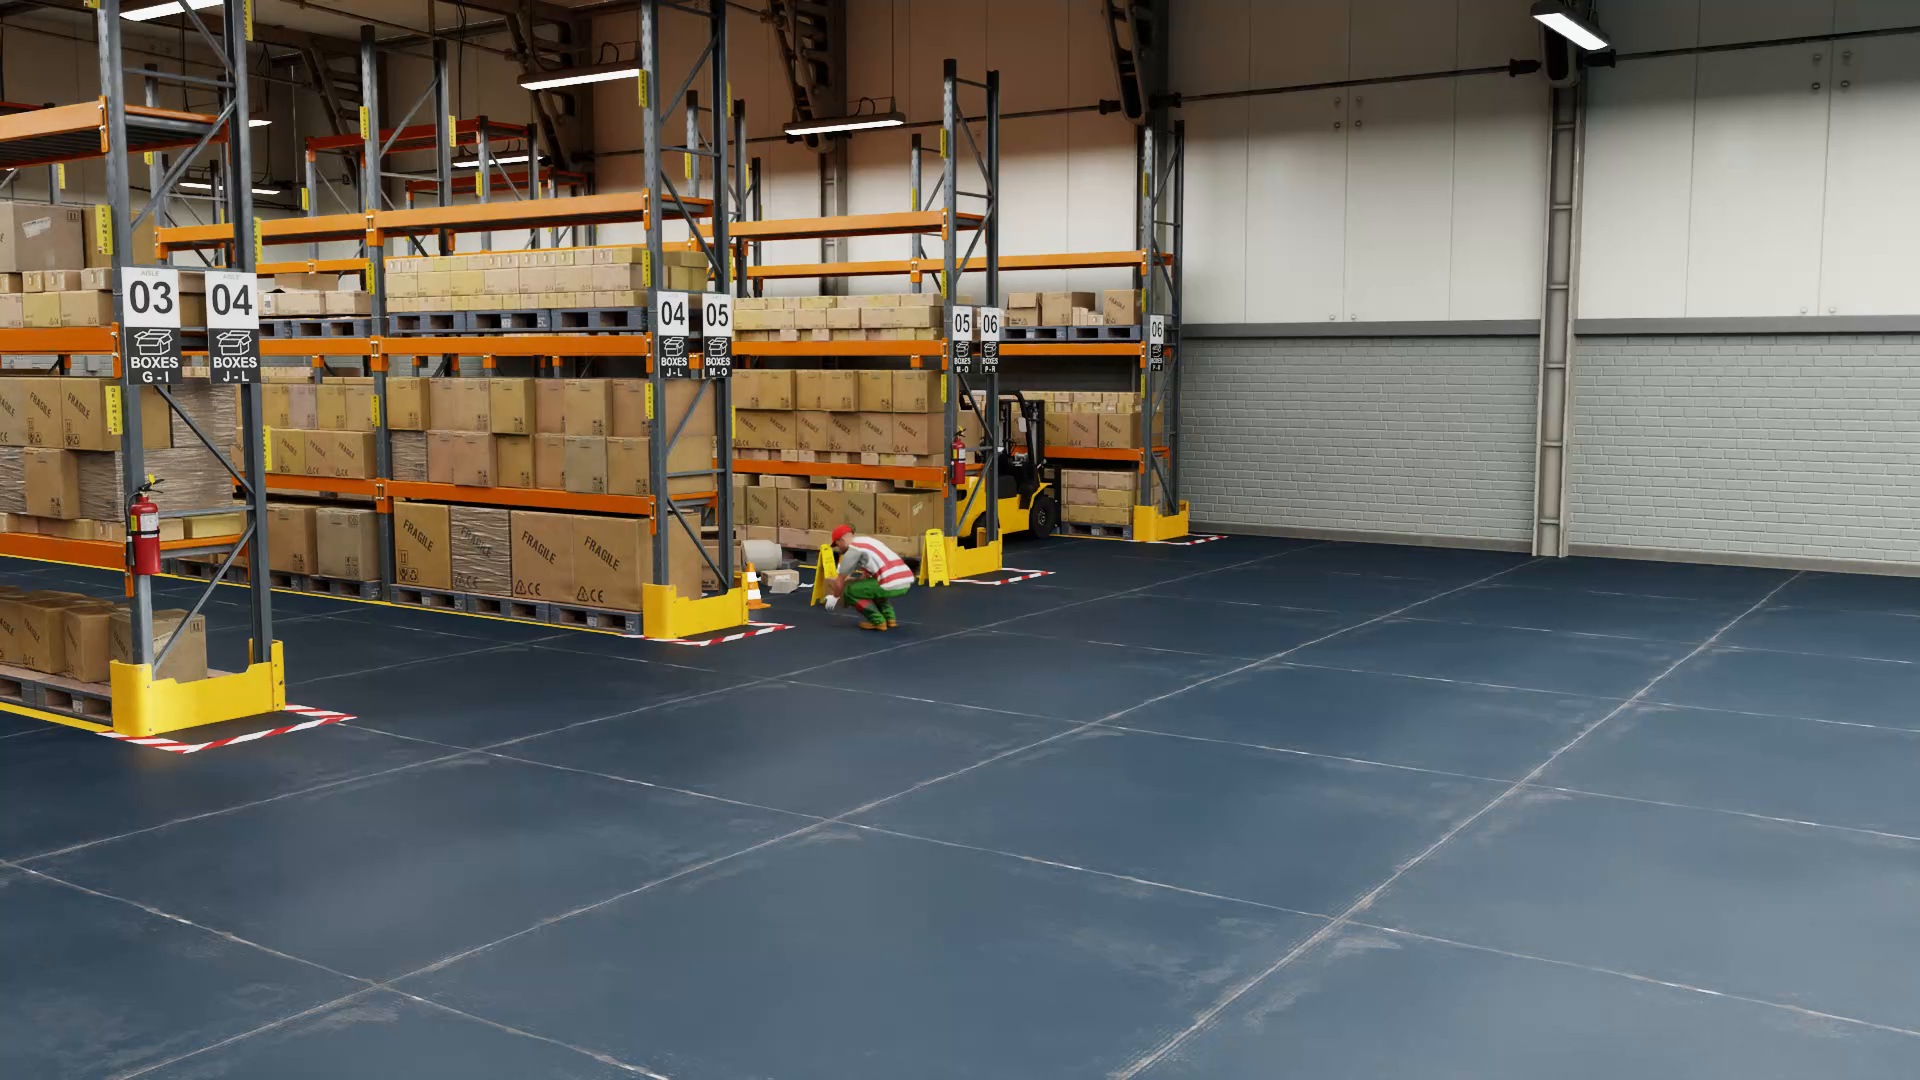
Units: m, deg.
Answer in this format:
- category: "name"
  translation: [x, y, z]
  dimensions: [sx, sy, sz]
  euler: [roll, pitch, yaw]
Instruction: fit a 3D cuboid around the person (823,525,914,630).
- category: "person"
  translation: [-0.888, 0.354, 16.076]
  dimensions: [0.884, 0.991, 0.567]
  euler: [4, 7, 34]
